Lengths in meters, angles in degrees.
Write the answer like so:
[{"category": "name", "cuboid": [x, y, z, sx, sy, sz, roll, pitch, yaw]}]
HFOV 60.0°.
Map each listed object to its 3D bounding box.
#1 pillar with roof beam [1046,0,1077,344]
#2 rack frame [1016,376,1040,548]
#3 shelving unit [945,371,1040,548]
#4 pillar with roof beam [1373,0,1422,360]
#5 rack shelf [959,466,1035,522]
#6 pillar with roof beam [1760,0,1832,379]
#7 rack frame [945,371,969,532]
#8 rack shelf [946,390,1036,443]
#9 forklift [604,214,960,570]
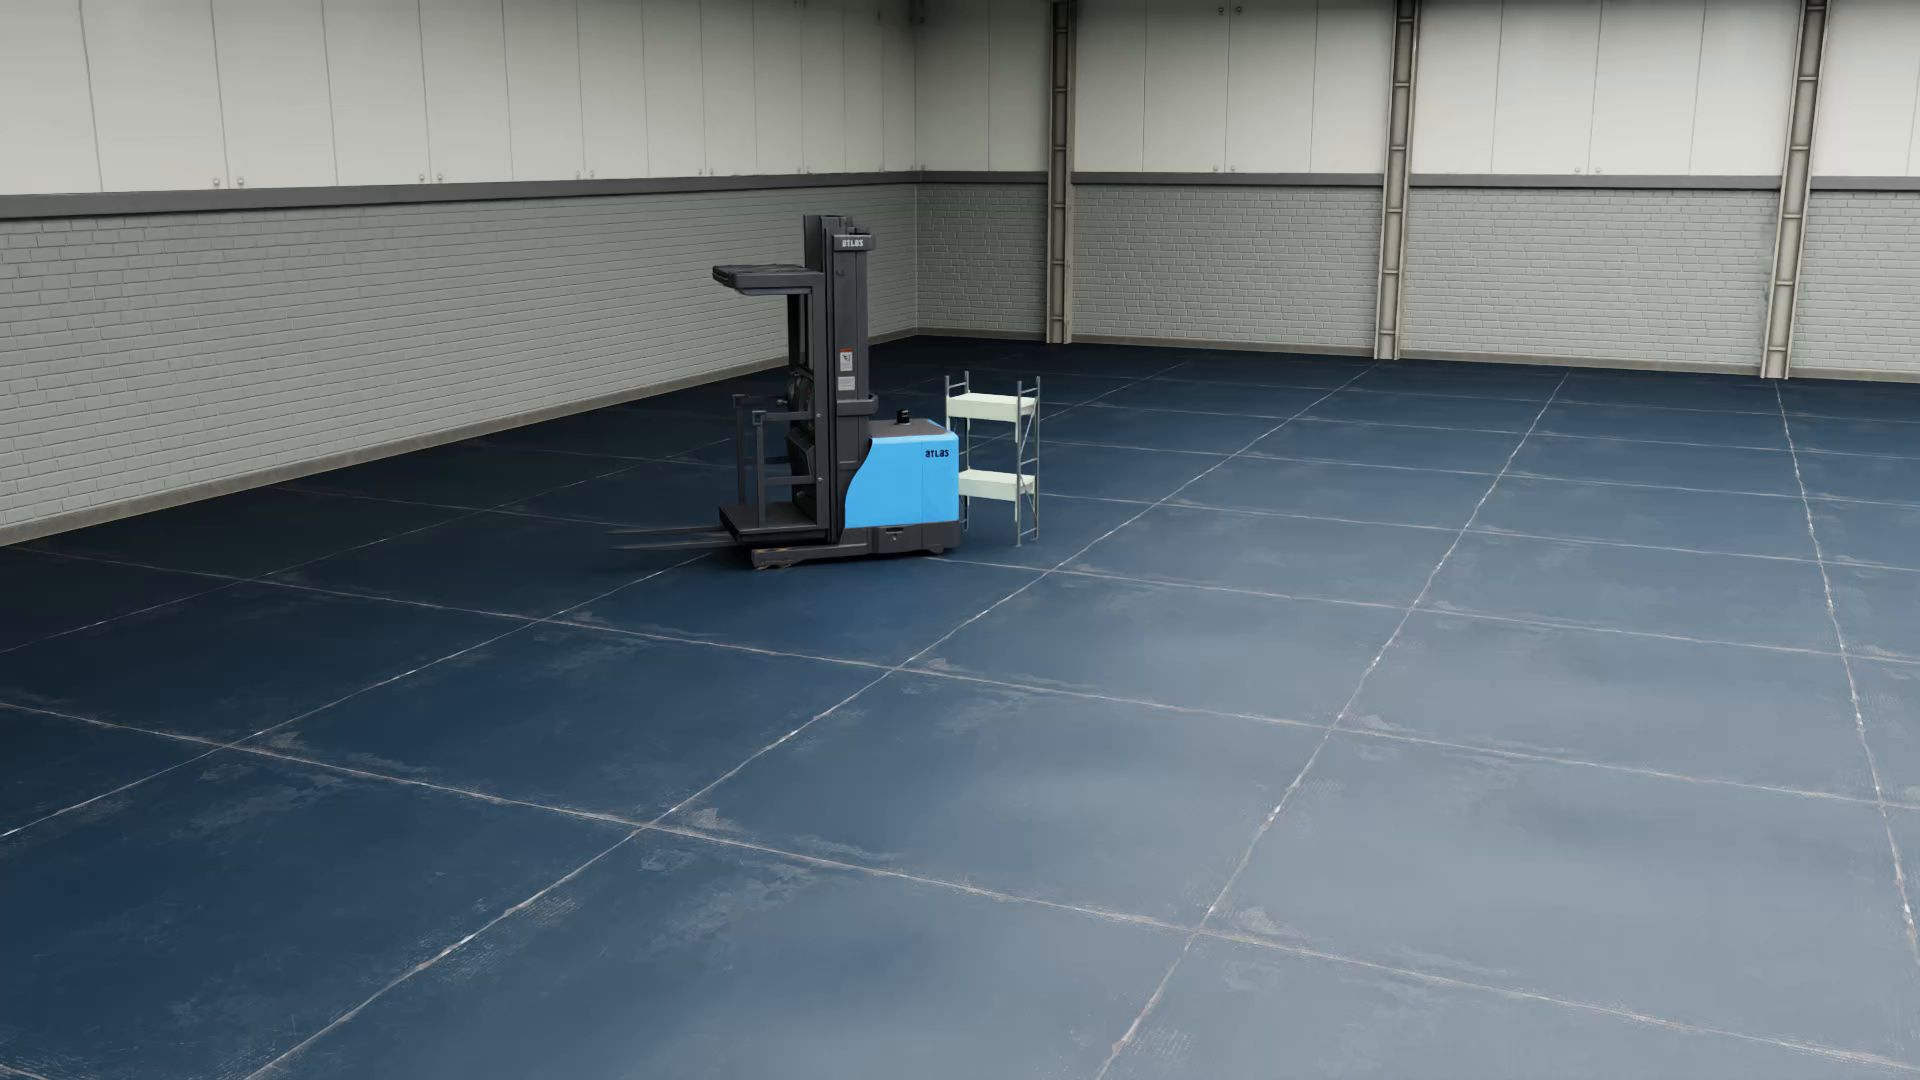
[{"category": "pillar with roof beam", "cuboid": [0.096, -7.155, 26.045, 0.548, 9.000, 9.100, 6, 14, 23]}, {"category": "rack frame", "cuboid": [0.611, -0.701, 14.956, 0.023, 1.500, 0.400, 7, 15, 28]}, {"category": "shelving unit", "cuboid": [0.291, -0.742, 15.130, 0.755, 1.500, 0.431, 7, 15, 28]}, {"category": "pillar with roof beam", "cuboid": [5.582, -6.600, 23.679, 0.400, 9.000, 9.100, 6, 14, 23]}, {"category": "rack shelf", "cuboid": [0.291, -0.425, 15.205, 0.720, 0.370, 0.431, 7, 15, 28]}, {"category": "pillar with roof beam", "cuboid": [11.067, -6.045, 21.313, 0.400, 9.000, 9.100, 6, 14, 23]}, {"category": "rack frame", "cuboid": [-0.028, -0.783, 15.304, 0.023, 1.500, 0.400, 7, 15, 28]}, {"category": "rack shelf", "cuboid": [0.291, -1.122, 15.041, 0.720, 0.370, 0.431, 7, 15, 28]}, {"category": "forklift", "cuboid": [-1.574, -1.310, 14.415, 3.031, 2.935, 1.130, -4, 14, -17]}]
